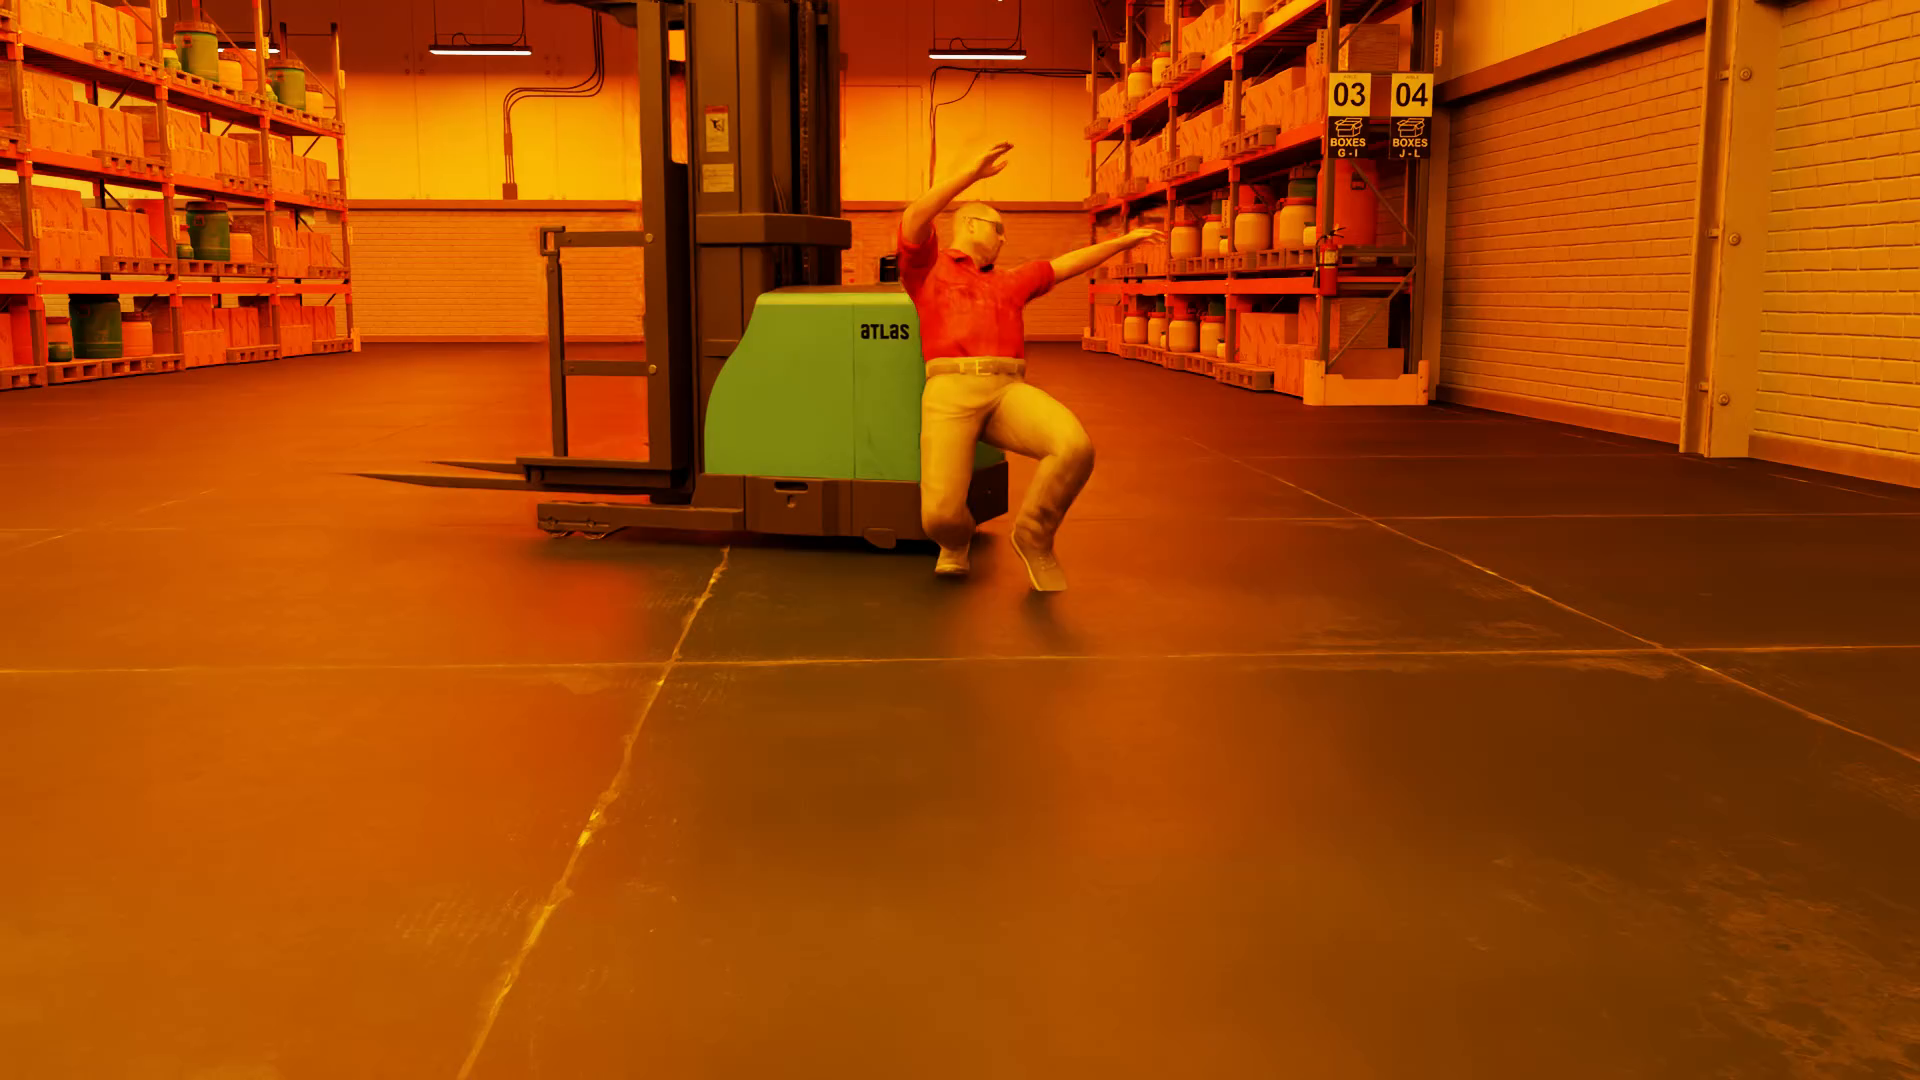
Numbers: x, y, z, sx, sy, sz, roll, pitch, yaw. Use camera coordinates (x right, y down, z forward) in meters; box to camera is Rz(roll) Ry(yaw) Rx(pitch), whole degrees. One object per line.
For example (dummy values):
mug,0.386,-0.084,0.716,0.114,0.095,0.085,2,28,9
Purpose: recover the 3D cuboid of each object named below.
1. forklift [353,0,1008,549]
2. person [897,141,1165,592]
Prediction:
forklift,-1.351,-1.518,7.555,3.031,2.935,1.130,3,9,19
person,0.334,-0.619,6.157,1.120,1.654,0.829,-3,9,-17
